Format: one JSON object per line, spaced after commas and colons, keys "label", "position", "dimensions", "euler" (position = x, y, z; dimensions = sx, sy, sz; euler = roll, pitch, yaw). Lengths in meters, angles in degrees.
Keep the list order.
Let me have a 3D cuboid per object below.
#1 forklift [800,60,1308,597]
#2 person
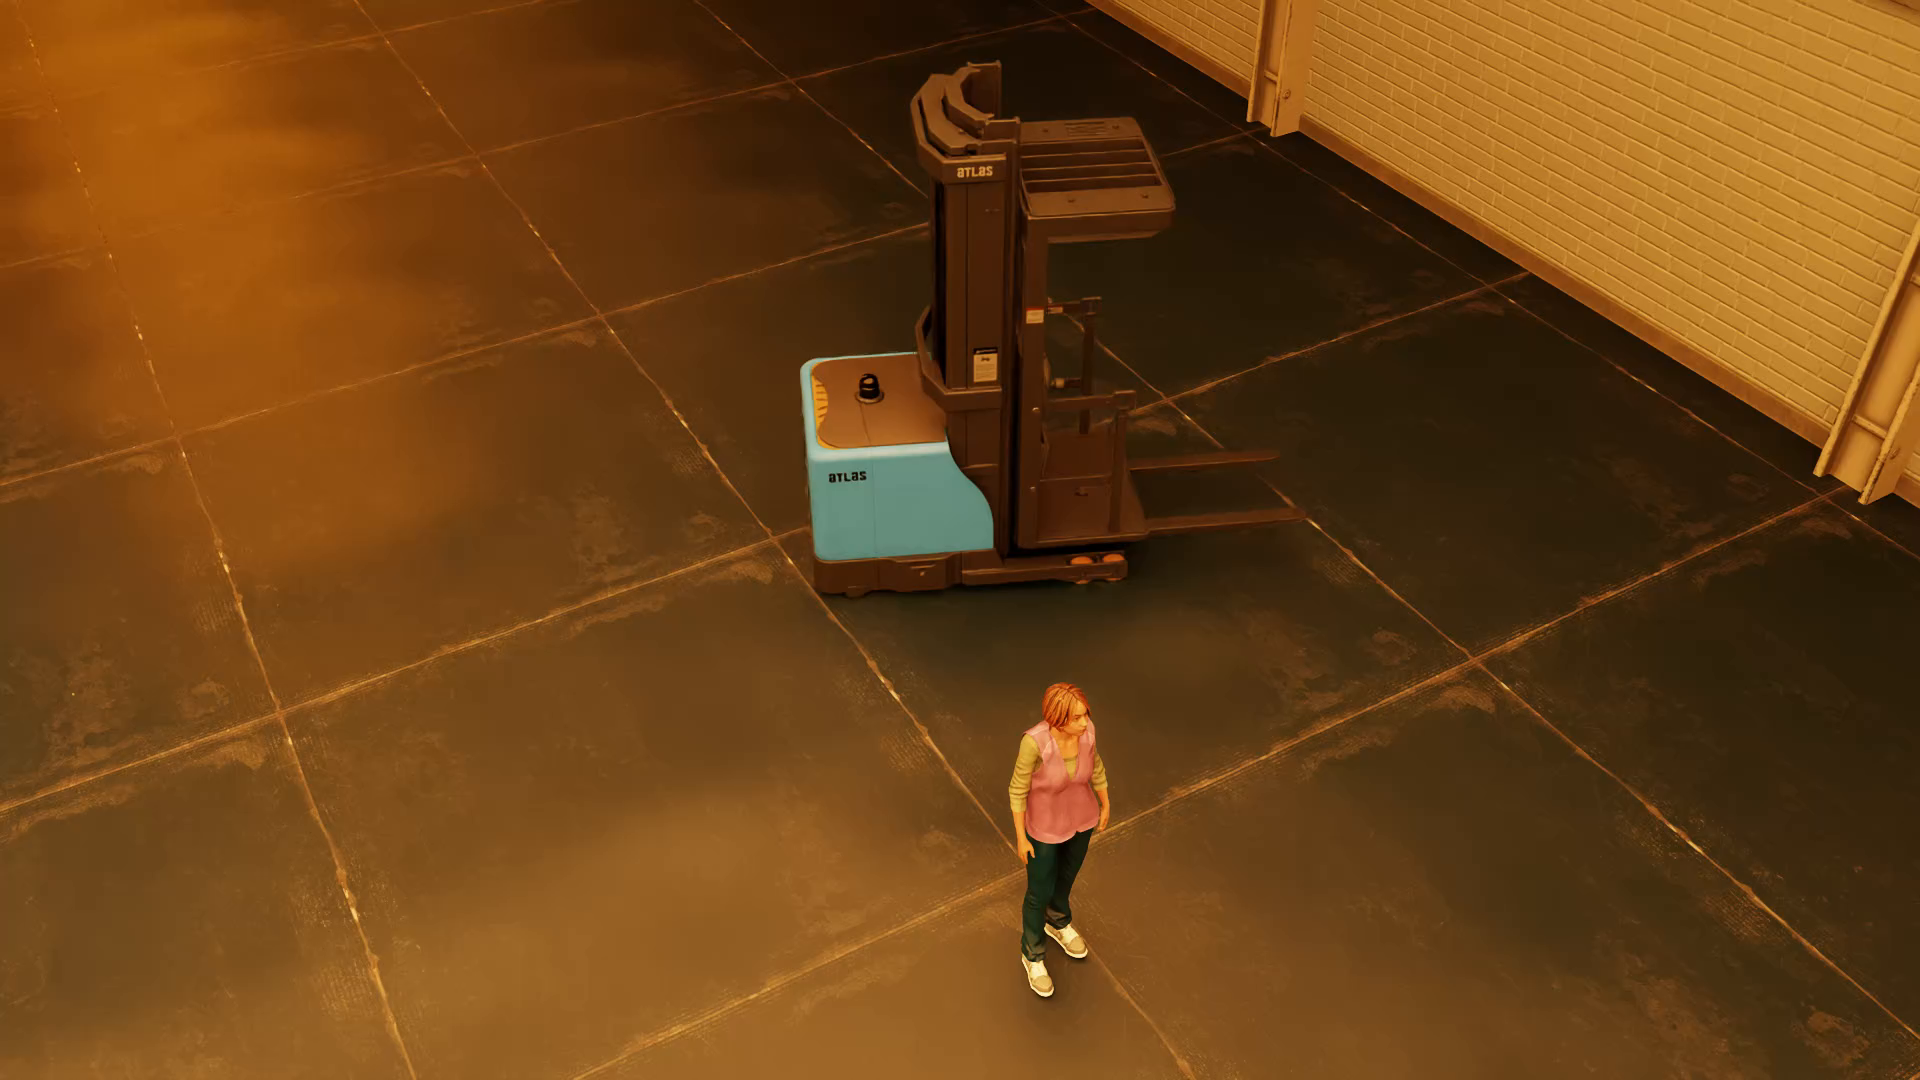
{"label": "forklift", "position": [0.584, -1.198, 9.480], "dimensions": [3.031, 2.935, 1.130], "euler": [-4, 40, -5]}
{"label": "person", "position": [0.480, 1.321, 7.477], "dimensions": [0.520, 1.597, 0.475], "euler": [-21, 44, -23]}
